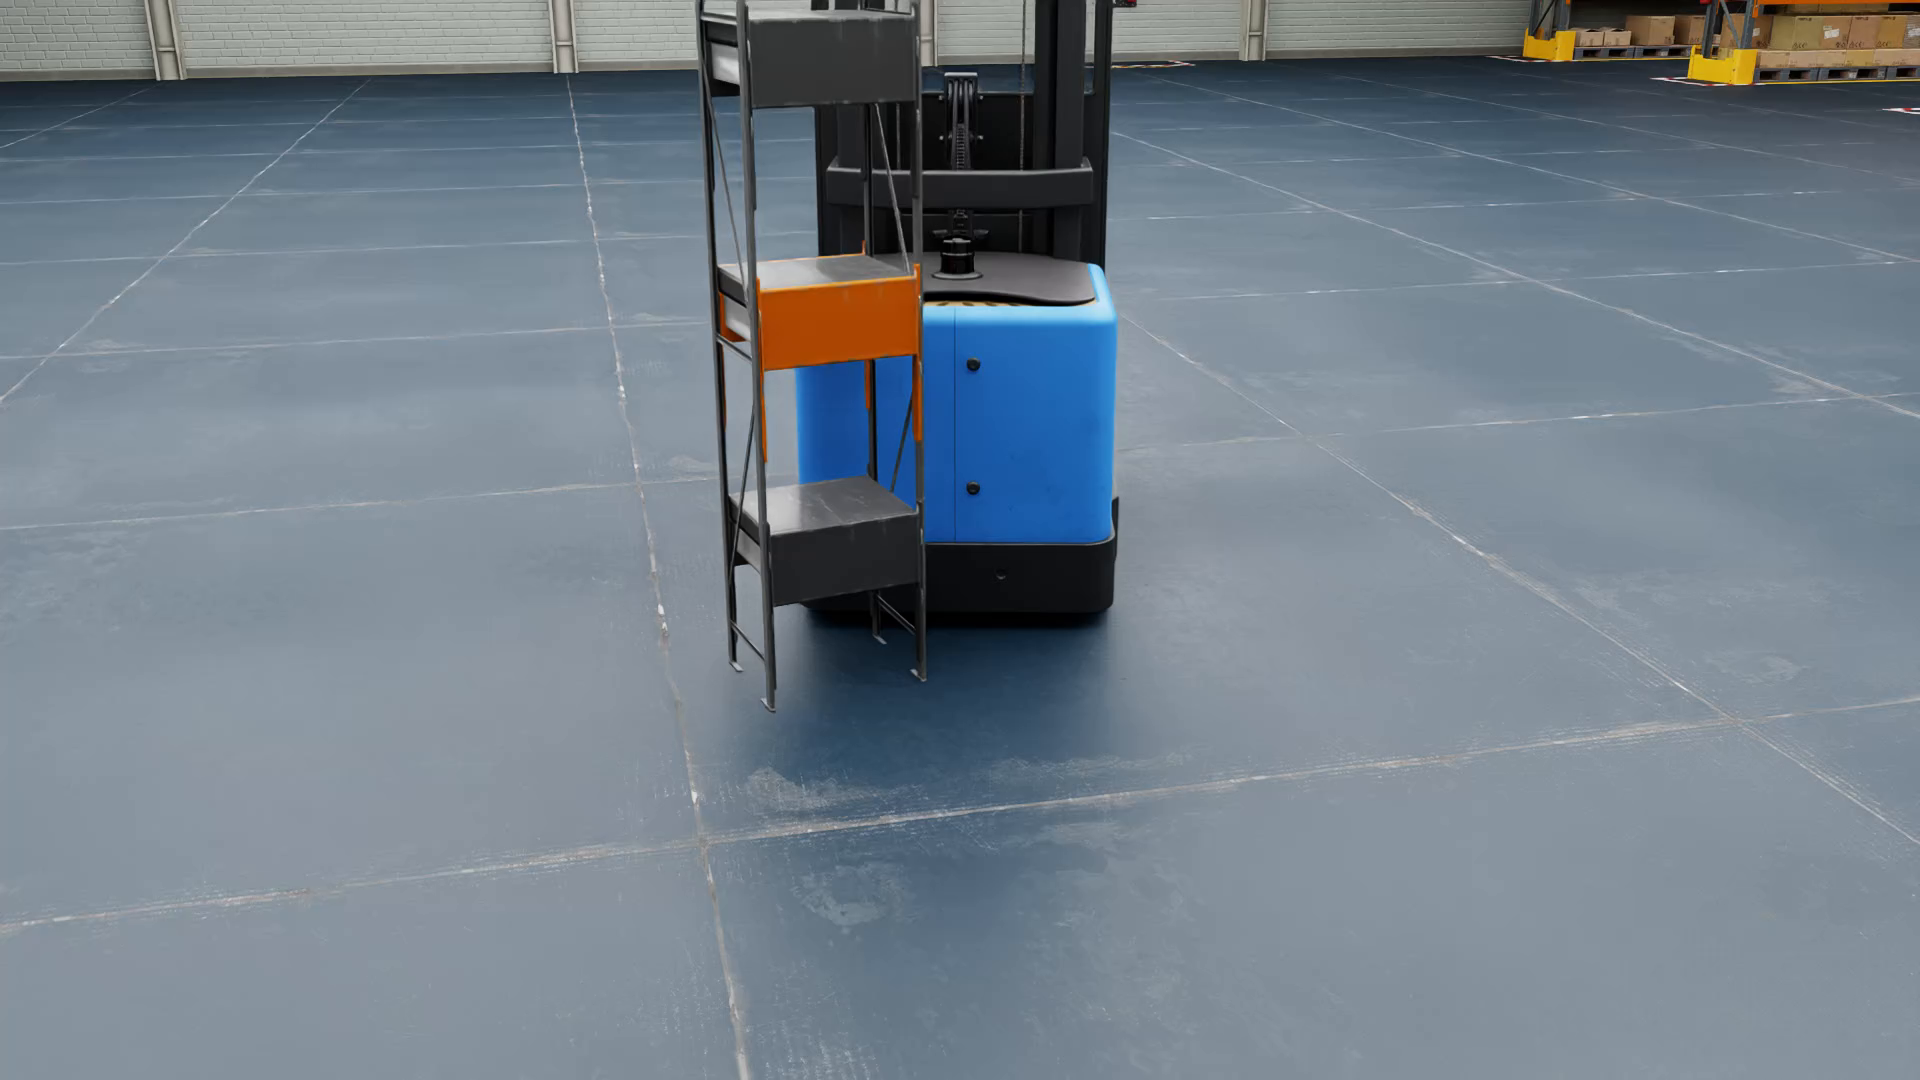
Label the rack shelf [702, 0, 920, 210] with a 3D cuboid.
[{"bbox_3d":[-0.416,-1.216,4.585,0.480,0.518,0.431,-9,22,-24],"label":"rack shelf"}]

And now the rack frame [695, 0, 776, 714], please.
[{"bbox_3d":[-0.637,-0.535,4.724,0.015,2.100,0.400,-9,22,-24],"label":"rack frame"}]

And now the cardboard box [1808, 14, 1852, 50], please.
[{"bbox_3d":[13.274,-7.802,25.549,0.500,0.500,0.500,-5,21,-12],"label":"cardboard box"}]

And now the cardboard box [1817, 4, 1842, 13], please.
[{"bbox_3d":[16.126,-9.993,31.138,0.500,0.250,0.500,-5,21,-14],"label":"cardboard box"}]

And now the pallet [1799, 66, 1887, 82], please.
[{"bbox_3d":[13.651,-7.352,26.078,1.213,0.211,1.003,-5,21,-12],"label":"pallet"}]

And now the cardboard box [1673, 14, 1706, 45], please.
[{"bbox_3d":[13.479,-9.403,30.618,0.500,0.500,0.500,-6,21,-17],"label":"cardboard box"}]

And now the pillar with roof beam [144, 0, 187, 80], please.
[{"bbox_3d":[-11.296,-9.971,20.451,0.400,9.000,9.100,-5,21,-12],"label":"pillar with roof beam"}]

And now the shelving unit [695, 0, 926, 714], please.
[{"bbox_3d":[-0.416,-0.571,4.821,0.503,2.100,0.431,-9,22,-24],"label":"shelving unit"}]

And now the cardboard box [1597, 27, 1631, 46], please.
[{"bbox_3d":[11.836,-9.163,30.238,0.500,0.311,0.500,-3,20,-8],"label":"cardboard box"}]

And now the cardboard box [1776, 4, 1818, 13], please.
[{"bbox_3d":[15.621,-9.951,31.023,0.500,0.250,0.500,-5,21,-14],"label":"cardboard box"}]

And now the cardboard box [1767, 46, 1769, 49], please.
[{"bbox_3d":[12.669,-7.583,26.040,0.500,0.250,0.500,-5,21,-12],"label":"cardboard box"}]

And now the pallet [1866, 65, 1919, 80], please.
[{"bbox_3d":[14.840,-7.450,26.345,1.213,0.211,1.003,-5,21,-12],"label":"pallet"}]

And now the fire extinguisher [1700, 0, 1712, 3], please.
[{"bbox_3d":[11.509,-8.601,25.547,0.183,0.674,0.296,-5,21,-12],"label":"fire extinguisher"}]

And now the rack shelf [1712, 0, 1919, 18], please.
[{"bbox_3d":[13.677,-8.312,25.691,4.000,0.370,1.077,-5,21,-12],"label":"rack shelf"}]

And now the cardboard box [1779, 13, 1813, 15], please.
[{"bbox_3d":[13.154,-7.976,26.024,0.500,0.500,0.500,-5,21,-12],"label":"cardboard box"}]

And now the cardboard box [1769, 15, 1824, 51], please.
[{"bbox_3d":[12.790,-7.758,25.429,0.500,0.500,0.500,-5,21,-12],"label":"cardboard box"}]

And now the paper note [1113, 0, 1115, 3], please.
[{"bbox_3d":[2.629,-9.432,28.983,0.142,0.148,0.016,-5,21,-12],"label":"paper note"}]

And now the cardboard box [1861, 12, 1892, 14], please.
[{"bbox_3d":[14.616,-8.092,26.341,0.500,0.500,0.500,-5,21,-12],"label":"cardboard box"}]

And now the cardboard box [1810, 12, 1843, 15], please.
[{"bbox_3d":[13.641,-8.015,26.131,0.500,0.500,0.500,-5,21,-12],"label":"cardboard box"}]

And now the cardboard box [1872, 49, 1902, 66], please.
[{"bbox_3d":[14.251,-7.524,25.879,0.500,0.250,0.500,-5,21,-12],"label":"cardboard box"}]

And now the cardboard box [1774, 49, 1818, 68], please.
[{"bbox_3d":[12.790,-7.406,25.559,0.500,0.250,0.500,-5,21,-12],"label":"cardboard box"}]

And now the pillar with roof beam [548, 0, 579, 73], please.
[{"bbox_3d":[-5.457,-10.446,21.747,0.400,9.000,9.100,-5,21,-12],"label":"pillar with roof beam"}]

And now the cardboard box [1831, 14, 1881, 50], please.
[{"bbox_3d":[13.765,-7.836,25.641,0.500,0.500,0.500,-5,21,-12],"label":"cardboard box"}]

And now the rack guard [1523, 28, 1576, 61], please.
[{"bbox_3d":[10.662,-8.982,30.107,0.348,0.500,1.175,-5,21,-12],"label":"rack guard"}]

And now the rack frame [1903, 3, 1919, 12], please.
[{"bbox_3d":[18.373,-10.783,31.389,0.127,3.000,1.000,-5,21,-12],"label":"rack frame"}]

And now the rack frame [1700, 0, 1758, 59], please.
[{"bbox_3d":[11.731,-8.492,25.135,0.127,3.000,1.000,-5,21,-12],"label":"rack frame"}]

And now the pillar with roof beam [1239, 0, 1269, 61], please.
[{"bbox_3d":[6.221,-11.395,24.340,0.400,9.000,9.100,-5,21,-12],"label":"pillar with roof beam"}]

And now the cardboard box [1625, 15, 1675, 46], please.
[{"bbox_3d":[12.562,-9.293,30.318,0.500,0.500,0.700,-6,21,-16],"label":"cardboard box"}]

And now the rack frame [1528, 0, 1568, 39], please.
[{"bbox_3d":[10.588,-10.149,29.661,0.127,3.000,1.000,-5,21,-12],"label":"rack frame"}]

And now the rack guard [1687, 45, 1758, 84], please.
[{"bbox_3d":[11.708,-7.316,25.559,0.348,0.500,1.175,-5,21,-12],"label":"rack guard"}]

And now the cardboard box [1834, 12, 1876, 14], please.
[{"bbox_3d":[14.127,-8.055,26.240,0.500,0.500,0.500,-5,21,-12],"label":"cardboard box"}]

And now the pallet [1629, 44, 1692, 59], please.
[{"bbox_3d":[12.645,-8.994,30.560,1.213,0.211,1.003,-5,21,-12],"label":"pallet"}]

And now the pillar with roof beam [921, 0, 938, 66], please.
[{"bbox_3d":[0.382,-10.920,23.044,0.400,9.000,9.100,-5,21,-12],"label":"pillar with roof beam"}]

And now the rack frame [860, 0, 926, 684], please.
[{"bbox_3d":[-0.195,-0.607,4.918,0.015,2.100,0.400,-9,22,-24],"label":"rack frame"}]

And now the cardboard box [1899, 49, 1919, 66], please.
[{"bbox_3d":[14.734,-7.568,26.001,0.500,0.250,0.500,-5,21,-12],"label":"cardboard box"}]

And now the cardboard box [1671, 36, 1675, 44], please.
[{"bbox_3d":[12.919,-9.214,30.612,0.250,0.149,0.380,-6,21,-17],"label":"cardboard box"}]

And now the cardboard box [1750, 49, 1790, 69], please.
[{"bbox_3d":[12.304,-7.366,25.448,0.500,0.250,0.500,-5,21,-12],"label":"cardboard box"}]

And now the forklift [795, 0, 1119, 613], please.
[{"bbox_3d":[0.012,-1.592,6.400,1.130,2.935,3.031,0,20,1],"label":"forklift"}]

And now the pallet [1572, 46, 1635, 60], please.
[{"bbox_3d":[11.460,-8.899,30.300,1.213,0.211,1.003,-5,21,-12],"label":"pallet"}]

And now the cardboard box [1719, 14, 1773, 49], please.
[{"bbox_3d":[12.185,-7.892,25.794,0.500,0.500,0.500,-5,21,-12],"label":"cardboard box"}]

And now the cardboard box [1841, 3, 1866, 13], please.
[{"bbox_3d":[16.616,-10.027,31.230,0.500,0.250,0.500,-5,21,-13],"label":"cardboard box"}]

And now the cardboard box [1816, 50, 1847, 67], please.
[{"bbox_3d":[13.277,-7.446,25.667,0.500,0.250,0.500,-5,21,-12],"label":"cardboard box"}]

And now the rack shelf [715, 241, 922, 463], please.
[{"bbox_3d":[-0.416,-0.558,4.826,0.480,0.518,0.431,-9,22,-24],"label":"rack shelf"}]

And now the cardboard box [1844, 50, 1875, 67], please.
[{"bbox_3d":[13.764,-7.484,25.771,0.500,0.250,0.500,-5,21,-12],"label":"cardboard box"}]

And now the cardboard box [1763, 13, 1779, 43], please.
[{"bbox_3d":[15.193,-9.563,31.053,0.500,0.500,0.700,-4,20,-11],"label":"cardboard box"}]

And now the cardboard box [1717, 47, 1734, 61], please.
[{"bbox_3d":[12.185,-7.539,25.921,0.500,0.250,0.500,-5,21,-12],"label":"cardboard box"}]

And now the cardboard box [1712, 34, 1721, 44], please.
[{"bbox_3d":[13.967,-9.290,30.793,0.250,0.166,0.380,-7,21,-20],"label":"cardboard box"}]

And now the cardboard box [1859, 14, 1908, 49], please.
[{"bbox_3d":[14.248,-7.880,25.762,0.500,0.500,0.500,-5,21,-12],"label":"cardboard box"}]

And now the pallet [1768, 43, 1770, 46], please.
[{"bbox_3d":[15.238,-9.219,31.174,1.213,0.211,1.003,-5,21,-12],"label":"pallet"}]

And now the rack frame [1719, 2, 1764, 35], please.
[{"bbox_3d":[14.480,-10.466,30.525,0.127,3.000,1.000,-5,21,-12],"label":"rack frame"}]

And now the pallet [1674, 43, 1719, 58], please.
[{"bbox_3d":[13.835,-9.092,30.827,1.213,0.211,1.003,-5,21,-12],"label":"pallet"}]

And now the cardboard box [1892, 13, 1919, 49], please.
[{"bbox_3d":[14.734,-7.921,25.873,0.500,0.500,0.500,-5,21,-12],"label":"cardboard box"}]

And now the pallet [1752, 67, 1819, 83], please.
[{"bbox_3d":[12.466,-7.257,25.818,1.213,0.211,1.003,-5,21,-12],"label":"pallet"}]

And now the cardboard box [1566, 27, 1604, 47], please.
[{"bbox_3d":[11.282,-9.118,30.115,0.500,0.311,0.500,-7,21,-19],"label":"cardboard box"}]

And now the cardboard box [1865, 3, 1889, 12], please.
[{"bbox_3d":[17.115,-10.069,31.345,0.500,0.250,0.500,-4,21,-11],"label":"cardboard box"}]

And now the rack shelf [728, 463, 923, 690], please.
[{"bbox_3d":[-0.416,0.099,5.066,0.480,0.518,0.431,-9,22,-24],"label":"rack shelf"}]

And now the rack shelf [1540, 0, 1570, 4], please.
[{"bbox_3d":[12.534,-9.970,30.216,4.000,0.370,1.077,-5,21,-12],"label":"rack shelf"}]

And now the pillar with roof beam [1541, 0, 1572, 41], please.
[{"bbox_3d":[12.060,-11.870,25.636,0.400,9.000,9.100,-5,21,-12],"label":"pillar with roof beam"}]

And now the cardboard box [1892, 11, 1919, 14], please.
[{"bbox_3d":[15.100,-8.134,26.457,0.500,0.500,0.500,-5,21,-12],"label":"cardboard box"}]

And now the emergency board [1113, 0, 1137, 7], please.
[{"bbox_3d":[2.817,-9.837,28.807,0.643,1.169,0.194,-5,21,-12],"label":"emergency board"}]
